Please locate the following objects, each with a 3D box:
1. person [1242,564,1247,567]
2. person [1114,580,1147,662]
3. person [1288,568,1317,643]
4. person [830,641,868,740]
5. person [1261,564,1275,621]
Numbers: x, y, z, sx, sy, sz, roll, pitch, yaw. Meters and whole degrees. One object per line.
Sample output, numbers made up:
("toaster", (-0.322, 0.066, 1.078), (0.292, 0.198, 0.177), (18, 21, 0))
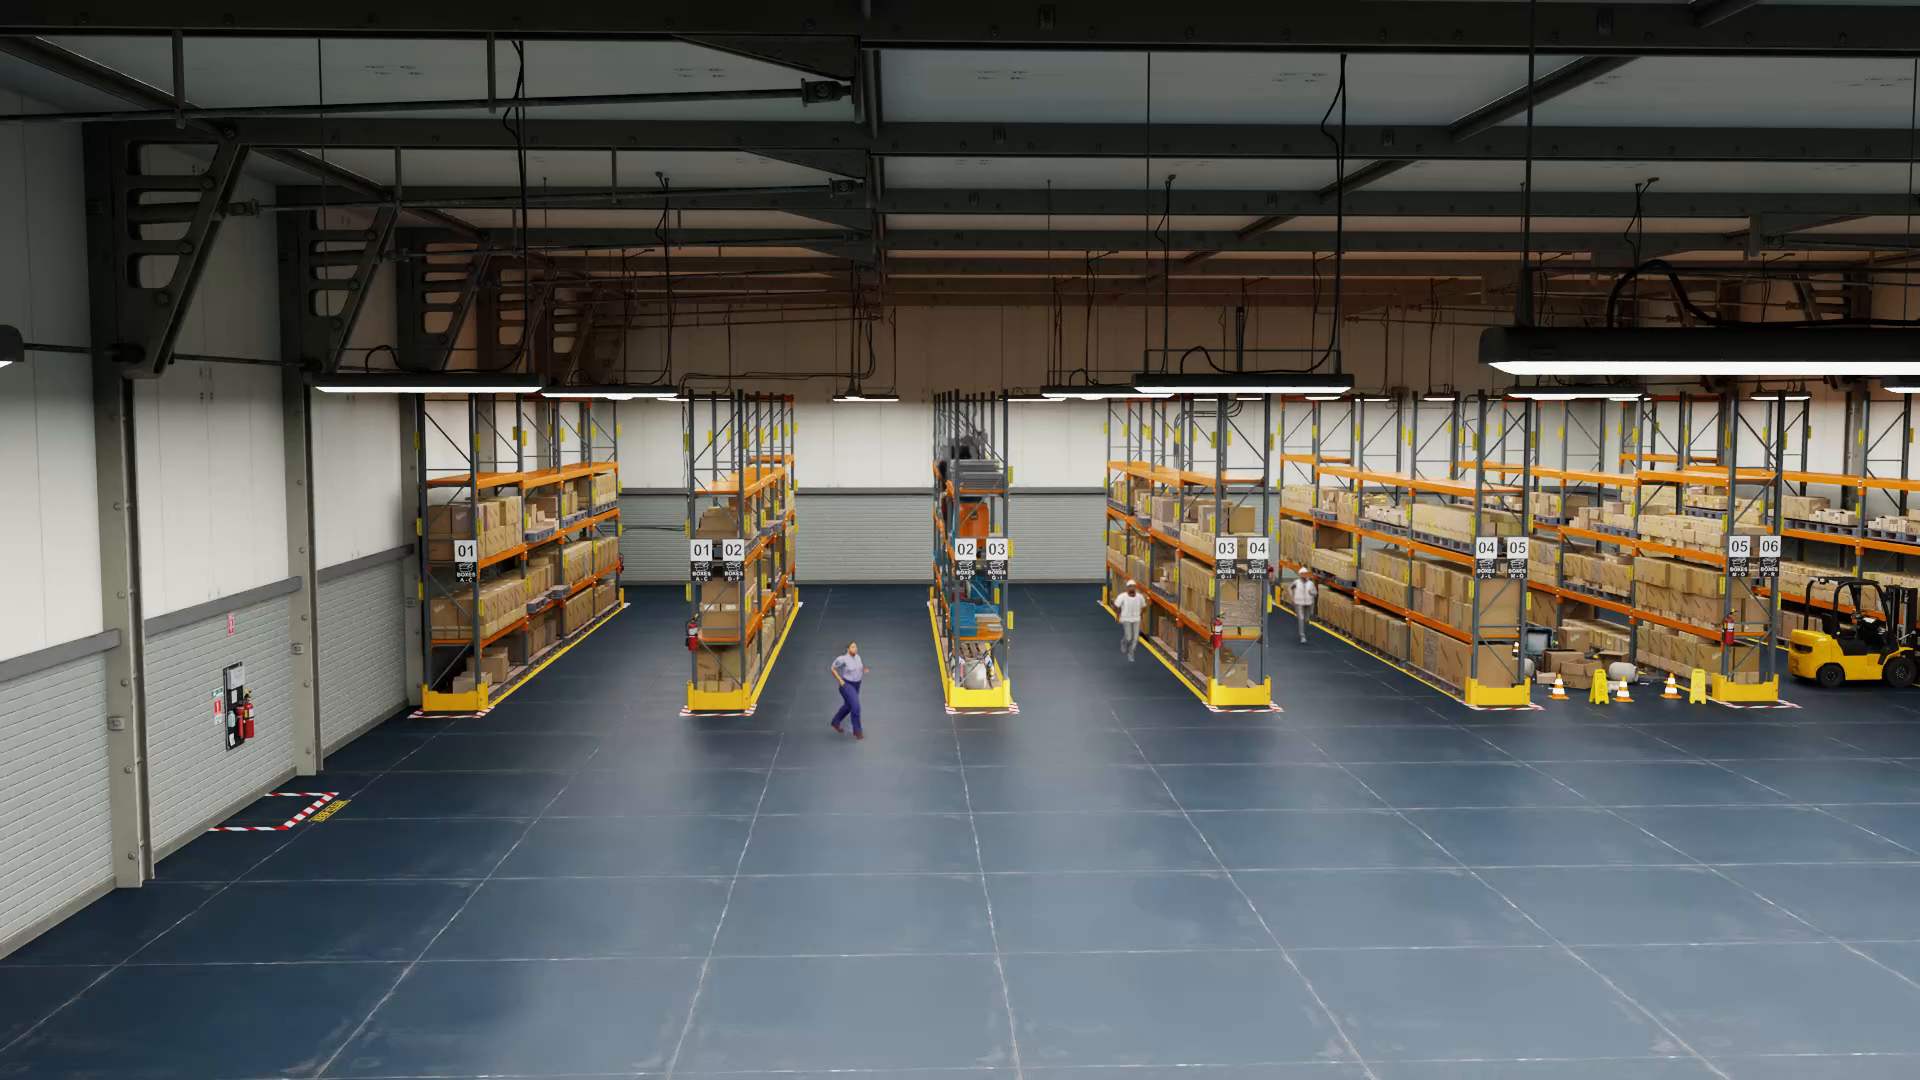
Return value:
("person", (8.282, 0.961, 48.468), (0.877, 1.644, 0.613), (-2, 5, -28))
("person", (3.619, 1.704, 35.161), (0.701, 1.728, 0.587), (-1, 5, -8))
("person", (8.283, 1.543, 40.131), (0.656, 1.758, 0.970), (0, 5, -4))
("person", (-1.889, 2.581, 28.643), (0.808, 1.686, 0.582), (3, 5, 31))
("person", (8.061, 1.284, 44.314), (0.670, 1.769, 0.767), (0, 5, 5))
